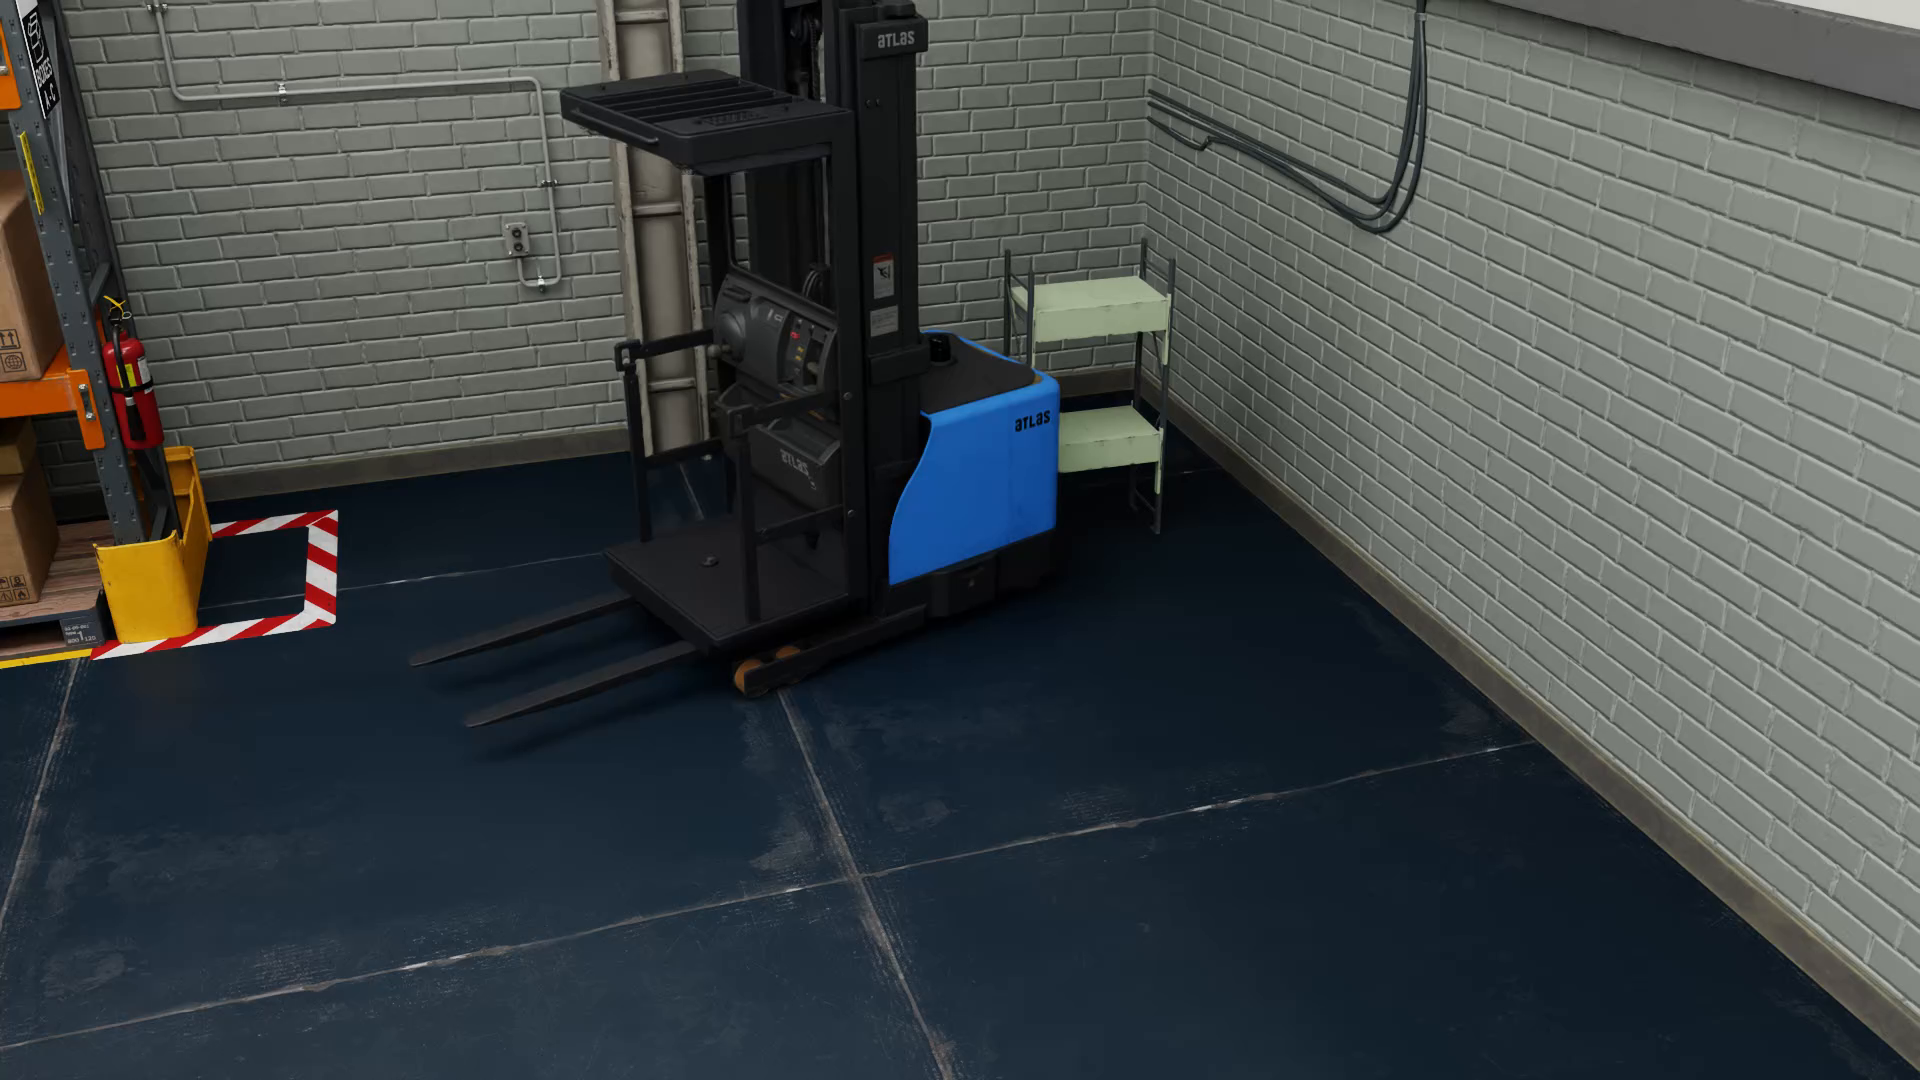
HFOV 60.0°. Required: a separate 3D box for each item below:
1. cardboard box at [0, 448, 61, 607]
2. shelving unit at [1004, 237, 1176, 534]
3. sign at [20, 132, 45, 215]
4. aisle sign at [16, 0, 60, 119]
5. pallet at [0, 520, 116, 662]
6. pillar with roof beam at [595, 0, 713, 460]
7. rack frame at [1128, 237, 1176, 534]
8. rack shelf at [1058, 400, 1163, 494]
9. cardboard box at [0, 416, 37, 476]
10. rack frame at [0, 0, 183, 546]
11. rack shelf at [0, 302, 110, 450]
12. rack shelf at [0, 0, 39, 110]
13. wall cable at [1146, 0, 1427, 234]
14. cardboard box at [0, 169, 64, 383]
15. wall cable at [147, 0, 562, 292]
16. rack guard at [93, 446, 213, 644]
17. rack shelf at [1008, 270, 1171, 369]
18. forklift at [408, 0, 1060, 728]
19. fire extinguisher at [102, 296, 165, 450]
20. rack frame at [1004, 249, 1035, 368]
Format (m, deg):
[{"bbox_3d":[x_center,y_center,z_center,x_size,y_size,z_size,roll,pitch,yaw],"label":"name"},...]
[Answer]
[{"bbox_3d":[-4.610,-0.047,7.809,0.500,0.500,0.700,-8,28,-16],"label":"cardboard box"},{"bbox_3d":[0.641,-0.741,8.556,0.755,1.500,0.431,-8,27,-15],"label":"shelving unit"},{"bbox_3d":[-3.820,-1.510,6.850,0.005,0.325,0.100,-8,28,-16],"label":"sign"},{"bbox_3d":[-3.814,-2.164,6.813,0.004,0.787,0.394,-8,28,-16],"label":"aisle sign"},{"bbox_3d":[-4.711,0.276,7.958,1.213,0.211,1.003,-8,28,-16],"label":"pallet"},{"bbox_3d":[-0.343,-2.721,4.111,0.400,9.000,9.100,-8,28,-16],"label":"pillar with roof beam"},{"bbox_3d":[0.992,-0.788,8.650,0.023,1.500,0.400,-8,27,-15],"label":"rack frame"},{"bbox_3d":[0.641,-0.449,8.701,0.720,0.370,0.431,-8,27,-15],"label":"rack shelf"},{"bbox_3d":[-4.553,-0.439,7.870,0.250,0.149,0.380,-8,28,-16],"label":"cardboard box"},{"bbox_3d":[-3.975,-1.117,7.626,0.127,3.000,1.000,-8,28,-16],"label":"rack frame"},{"bbox_3d":[-5.877,-0.519,7.231,4.000,0.370,1.077,-8,28,-16],"label":"rack shelf"},{"bbox_3d":[-5.877,-1.863,6.564,4.000,0.370,1.077,-8,28,-16],"label":"rack shelf"},{"bbox_3d":[1.514,-3.041,8.247,0.112,2.526,3.097,-8,28,-16],"label":"wall cable"},{"bbox_3d":[-4.457,-1.177,7.409,0.700,0.700,0.980,-7,27,-14],"label":"cardboard box"},{"bbox_3d":[-3.051,-2.148,8.561,1.851,1.984,0.084,-8,28,-16],"label":"wall cable"},{"bbox_3d":[-3.952,0.000,8.189,0.348,0.500,1.175,-8,28,-16],"label":"rack guard"},{"bbox_3d":[0.641,-1.091,8.383,0.720,0.370,0.431,-8,27,-15],"label":"rack shelf"},{"bbox_3d":[-0.989,-0.883,7.233,3.031,2.935,1.130,-19,32,-33],"label":"forklift"},{"bbox_3d":[-3.689,-0.741,7.375,0.183,0.674,0.296,-8,28,-16],"label":"fire extinguisher"},{"bbox_3d":[0.291,-0.695,8.463,0.023,1.500,0.400,-8,27,-15],"label":"rack frame"}]
